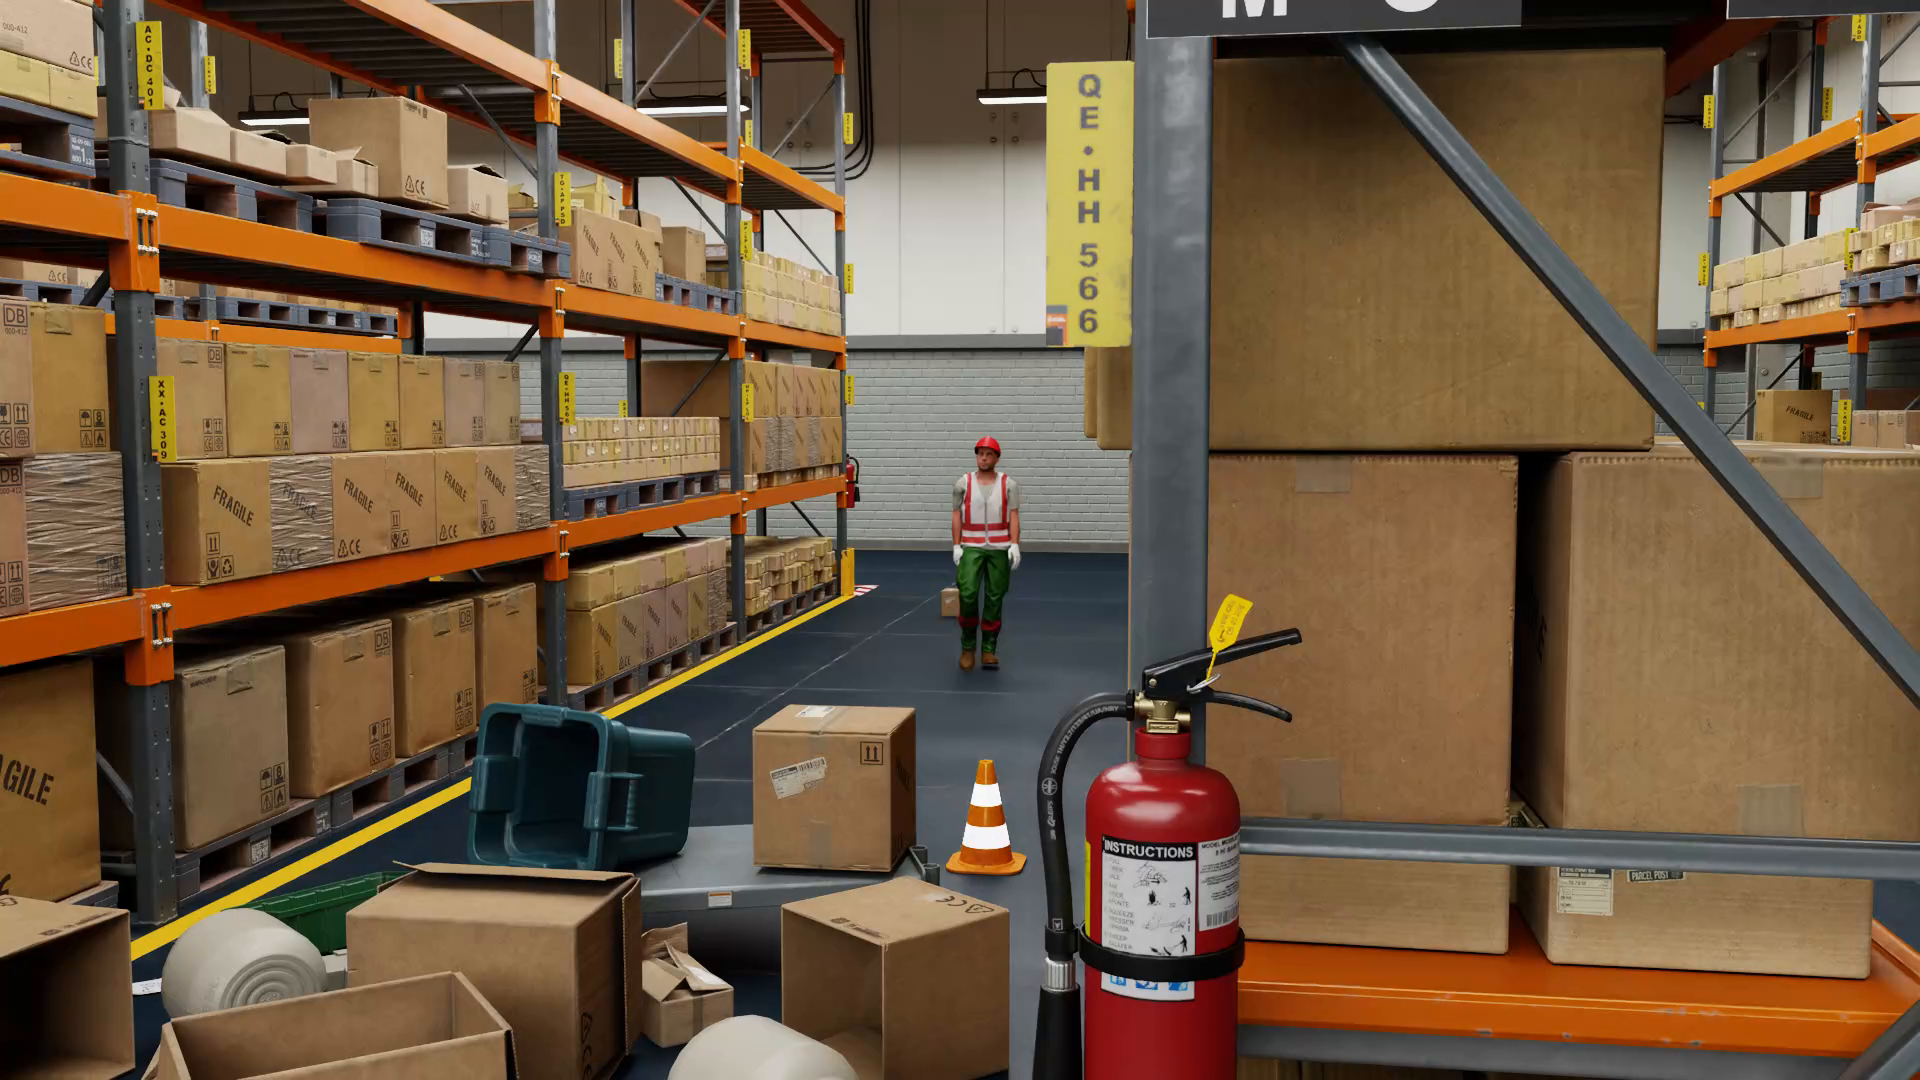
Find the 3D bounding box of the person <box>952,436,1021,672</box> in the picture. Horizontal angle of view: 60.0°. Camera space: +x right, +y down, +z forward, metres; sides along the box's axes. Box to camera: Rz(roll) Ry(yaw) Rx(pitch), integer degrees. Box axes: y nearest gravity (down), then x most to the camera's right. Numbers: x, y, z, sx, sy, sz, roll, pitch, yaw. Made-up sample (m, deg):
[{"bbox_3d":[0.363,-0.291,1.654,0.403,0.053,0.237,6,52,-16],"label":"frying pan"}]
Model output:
[{"bbox_3d":[0.207,0.103,12.906,0.530,1.812,0.466,0,4,-3],"label":"person"}]
